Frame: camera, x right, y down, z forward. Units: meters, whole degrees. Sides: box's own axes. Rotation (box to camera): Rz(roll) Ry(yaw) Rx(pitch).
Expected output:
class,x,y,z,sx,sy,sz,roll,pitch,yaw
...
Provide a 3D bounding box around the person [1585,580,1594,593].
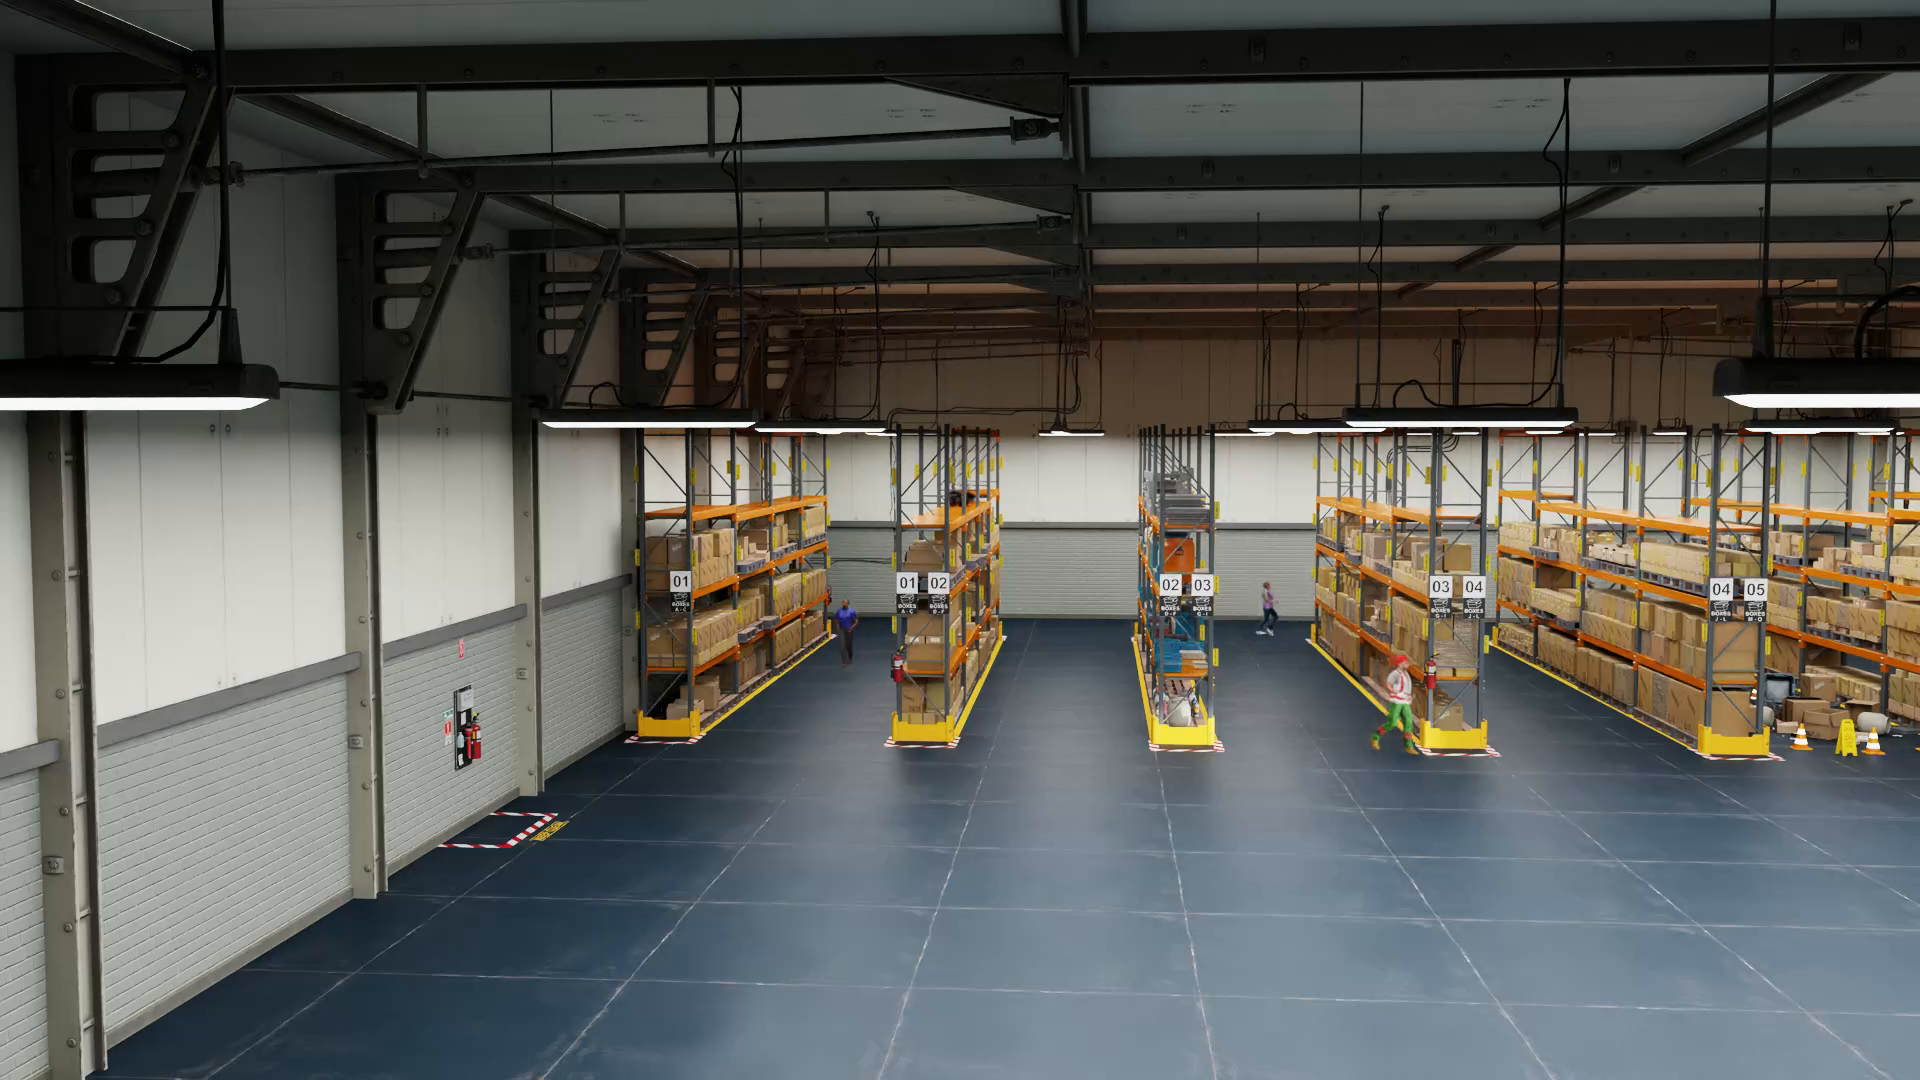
class,x,y,z,sx,sy,sz,roll,pitch,yaw
person,17.898,1.976,47.388,0.905,1.713,0.612,0,3,7

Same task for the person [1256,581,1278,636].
class,x,y,z,sx,sy,sz,roll,pitch,yaw
person,8.963,1.993,48.434,0.671,1.592,0.545,1,4,22

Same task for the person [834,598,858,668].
class,x,y,z,sx,sy,sz,roll,pitch,yaw
person,-2.734,2.210,39.786,0.590,1.651,0.659,0,3,4

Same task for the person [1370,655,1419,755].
class,x,y,z,sx,sy,sz,roll,pitch,yaw
person,8.040,2.976,30.306,0.714,1.757,0.983,-3,4,-39
